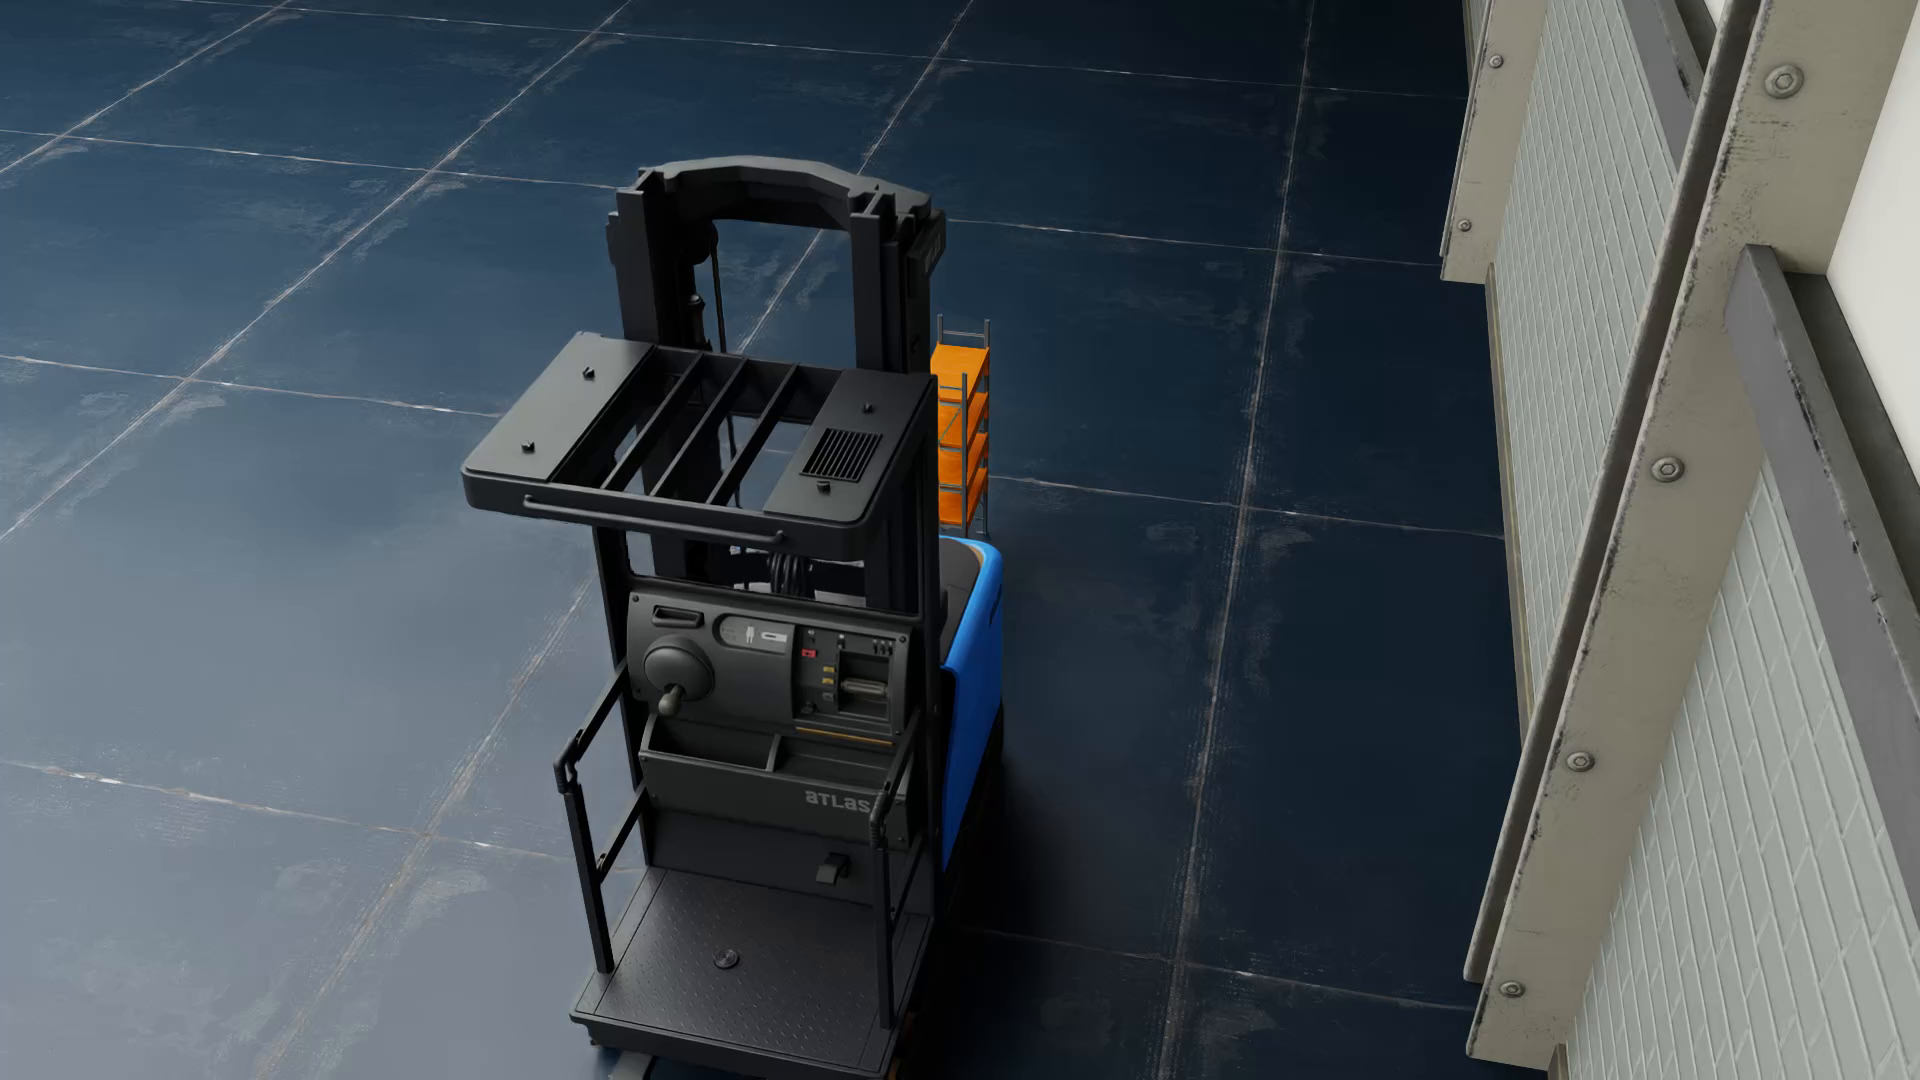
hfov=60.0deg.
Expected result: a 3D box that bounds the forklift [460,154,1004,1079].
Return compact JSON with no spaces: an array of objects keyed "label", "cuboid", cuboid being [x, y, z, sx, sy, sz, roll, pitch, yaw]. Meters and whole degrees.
[{"label":"forklift","cuboid":[-0.660,0.469,5.106,1.130,2.935,3.031,8,37,11]}]

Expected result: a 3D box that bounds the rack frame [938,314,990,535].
[{"label":"rack frame","cuboid":[0.017,-0.531,7.960,0.240,1.200,0.015,7,37,10]}]

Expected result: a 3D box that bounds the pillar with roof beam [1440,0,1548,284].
[{"label":"pillar with roof beam","cuboid":[-0.972,-5.924,8.755,9.100,9.000,0.400,7,37,10]}]

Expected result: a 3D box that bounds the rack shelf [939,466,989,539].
[{"label":"rack shelf","cuboid":[-0.035,-0.176,7.923,0.258,0.148,0.480,7,37,10]}]

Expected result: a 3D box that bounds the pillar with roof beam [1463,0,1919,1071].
[{"label":"pillar with roof beam","cuboid":[-2.253,-2.484,4.009,9.100,9.000,0.400,7,37,10]}]

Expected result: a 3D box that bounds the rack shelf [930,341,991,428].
[{"label":"rack shelf","cuboid":[-0.035,-0.709,7.536,0.258,0.148,0.480,7,37,10]}]

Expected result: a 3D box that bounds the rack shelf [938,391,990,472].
[{"label":"rack shelf","cuboid":[-0.035,-0.518,7.675,0.258,0.148,0.480,7,37,10]}]

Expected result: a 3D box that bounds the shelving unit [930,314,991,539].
[{"label":"shelving unit","cuboid":[-0.035,-0.391,7.767,0.258,1.200,0.503,7,37,10]}]

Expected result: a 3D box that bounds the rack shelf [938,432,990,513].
[{"label":"rack shelf","cuboid":[-0.035,-0.336,7.806,0.258,0.148,0.480,7,37,10]}]

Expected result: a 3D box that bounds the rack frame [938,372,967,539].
[{"label":"rack frame","cuboid":[-0.087,-0.251,7.574,0.240,1.200,0.015,7,37,10]}]
